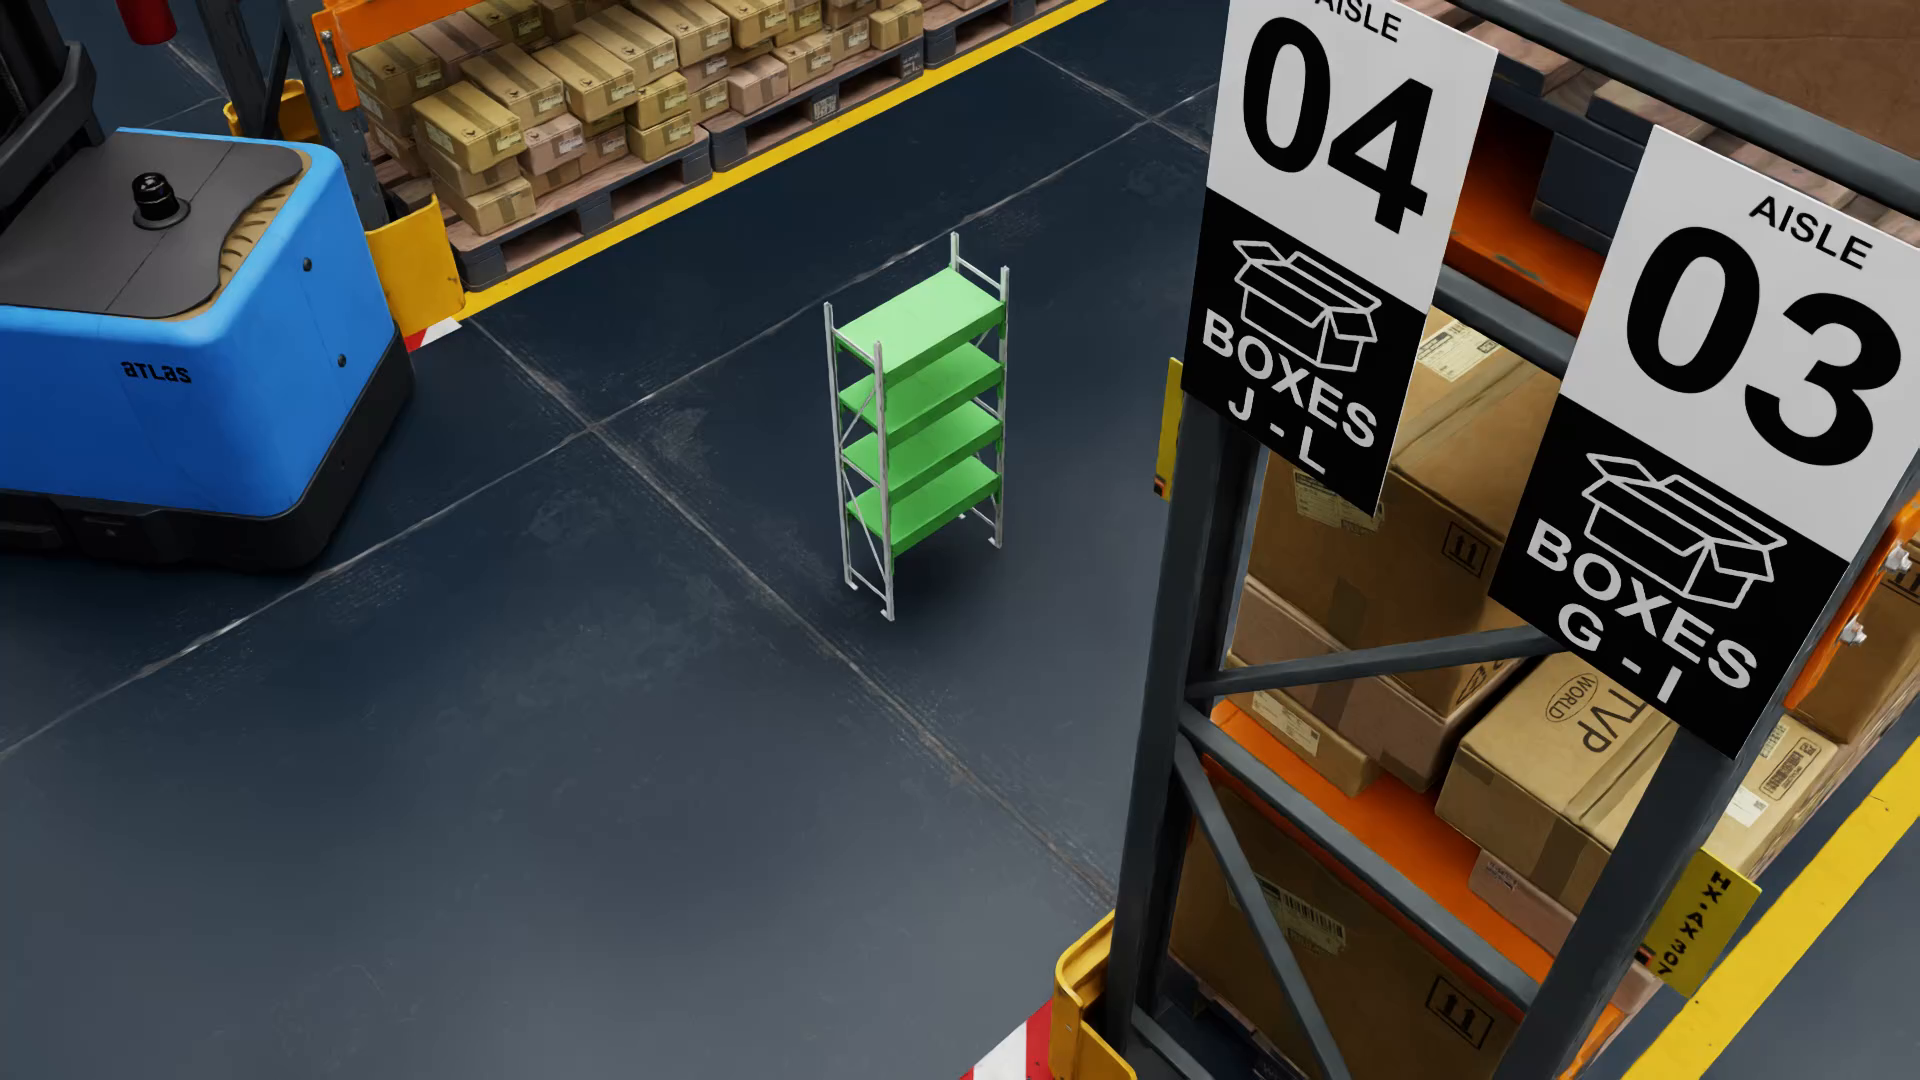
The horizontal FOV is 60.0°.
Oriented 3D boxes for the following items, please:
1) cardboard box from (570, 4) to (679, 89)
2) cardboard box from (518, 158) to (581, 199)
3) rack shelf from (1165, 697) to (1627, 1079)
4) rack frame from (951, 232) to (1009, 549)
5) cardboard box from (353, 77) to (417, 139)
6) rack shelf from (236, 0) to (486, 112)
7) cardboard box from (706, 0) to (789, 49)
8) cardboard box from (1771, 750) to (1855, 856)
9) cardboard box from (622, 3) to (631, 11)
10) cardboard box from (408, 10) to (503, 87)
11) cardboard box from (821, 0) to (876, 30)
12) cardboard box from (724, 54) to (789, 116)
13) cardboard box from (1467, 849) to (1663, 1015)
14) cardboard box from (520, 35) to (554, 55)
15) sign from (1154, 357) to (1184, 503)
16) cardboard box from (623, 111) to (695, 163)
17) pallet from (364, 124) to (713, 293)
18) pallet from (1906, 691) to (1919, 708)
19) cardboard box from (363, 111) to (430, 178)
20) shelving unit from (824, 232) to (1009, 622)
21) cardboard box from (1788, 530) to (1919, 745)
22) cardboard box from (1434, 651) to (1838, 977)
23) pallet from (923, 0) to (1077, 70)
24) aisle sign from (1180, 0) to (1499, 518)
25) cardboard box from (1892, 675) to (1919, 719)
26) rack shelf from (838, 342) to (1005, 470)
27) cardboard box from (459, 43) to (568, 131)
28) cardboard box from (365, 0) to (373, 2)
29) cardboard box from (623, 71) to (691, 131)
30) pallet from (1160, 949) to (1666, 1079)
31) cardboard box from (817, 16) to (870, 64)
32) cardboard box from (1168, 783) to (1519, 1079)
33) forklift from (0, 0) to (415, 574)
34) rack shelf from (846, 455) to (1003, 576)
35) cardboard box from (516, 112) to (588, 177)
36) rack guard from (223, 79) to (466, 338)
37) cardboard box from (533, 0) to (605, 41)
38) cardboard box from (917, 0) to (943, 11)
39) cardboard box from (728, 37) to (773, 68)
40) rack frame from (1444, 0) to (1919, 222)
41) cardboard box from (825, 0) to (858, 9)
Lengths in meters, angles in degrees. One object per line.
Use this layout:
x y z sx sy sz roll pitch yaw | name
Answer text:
-1.376 -2.022 6.824 0.380 0.149 0.250 36 57 29 | cardboard box
-1.774 -1.580 6.821 0.250 0.149 0.380 -34 56 -27 | cardboard box
2.226 -0.144 4.331 4.000 0.370 1.077 -34 56 -27 | rack shelf
0.058 -0.446 5.345 0.015 1.200 0.240 -34 56 -27 | rack frame
-2.317 -1.839 6.857 0.250 0.149 0.380 -35 56 -28 | cardboard box
-1.036 -2.891 6.866 4.000 0.370 1.077 -34 56 -27 | rack shelf
-0.939 -2.259 7.043 0.250 0.149 0.380 -33 55 -27 | cardboard box
1.609 0.436 3.478 0.250 0.149 0.380 -35 56 -28 | cardboard box
-1.559 -2.359 7.338 0.250 0.149 0.380 -33 55 -27 | cardboard box
-2.070 -2.016 6.818 0.250 0.149 0.380 -33 55 -26 | cardboard box
-0.592 -2.460 7.431 0.380 0.149 0.250 36 57 29 | cardboard box
-0.965 -2.028 7.234 0.380 0.149 0.250 36 57 29 | cardboard box
1.231 0.690 3.243 0.250 0.149 0.380 -33 55 -27 | cardboard box
-1.934 -2.096 7.095 0.250 0.149 0.380 -36 57 -28 | cardboard box
0.392 -0.174 2.920 0.005 0.325 0.100 -34 56 -27 | sign
-1.332 -1.774 7.000 0.250 0.149 0.380 -33 55 -27 | cardboard box
-1.835 -1.620 7.101 1.213 0.211 1.003 -34 56 -27 | pallet
3.091 -0.097 5.696 1.213 0.211 1.003 -34 56 -27 | pallet
-2.266 -1.695 6.927 0.250 0.149 0.380 -33 55 -27 | cardboard box
-0.122 -0.325 5.234 0.503 1.200 0.258 -34 56 -27 | shelving unit
1.653 -0.041 3.136 0.500 0.500 0.500 -35 56 -28 | cardboard box
1.283 0.461 3.184 0.500 0.250 0.500 -35 56 -28 | cardboard box
-0.029 -2.827 8.215 1.213 0.211 1.003 -34 56 -27 | pallet
0.491 -0.408 2.317 0.004 0.787 0.394 -34 56 -27 | aisle sign
1.990 0.181 3.713 0.250 0.149 0.380 -35 56 -28 | cardboard box
-0.122 -0.444 5.104 0.480 0.148 0.258 -34 56 -27 | rack shelf
-1.776 -1.799 6.618 0.250 0.149 0.380 -33 55 -27 | cardboard box
-2.055 -2.043 5.765 0.250 0.149 0.380 -34 56 -27 | cardboard box
-1.330 -1.884 6.899 0.250 0.149 0.380 -32 55 -26 | cardboard box
1.285 1.109 4.583 1.213 0.211 1.003 -34 56 -27 | pallet
-0.621 -2.316 7.500 0.250 0.149 0.380 -33 55 -27 | cardboard box
1.166 0.819 4.113 0.875 0.875 0.875 -34 56 -27 | cardboard box
-3.592 -1.380 5.029 3.031 2.935 1.130 6 48 6 | forklift
-0.122 -0.119 5.457 0.480 0.148 0.258 -34 56 -27 | rack shelf
-1.715 -1.647 6.680 0.250 0.149 0.380 -34 56 -27 | cardboard box
-2.459 -1.336 6.642 0.348 0.500 1.175 -34 56 -27 | rack guard
-1.729 -2.307 7.086 0.250 0.149 0.380 -36 57 -28 | cardboard box
-0.294 -2.607 7.769 0.250 0.149 0.380 -35 56 -28 | cardboard box
-1.025 -2.223 7.212 0.250 0.149 0.380 -31 54 -25 | cardboard box
0.746 -1.433 0.950 0.127 3.000 1.000 -34 56 -27 | rack frame
-0.560 -2.499 7.264 0.250 0.149 0.380 -36 57 -28 | cardboard box
